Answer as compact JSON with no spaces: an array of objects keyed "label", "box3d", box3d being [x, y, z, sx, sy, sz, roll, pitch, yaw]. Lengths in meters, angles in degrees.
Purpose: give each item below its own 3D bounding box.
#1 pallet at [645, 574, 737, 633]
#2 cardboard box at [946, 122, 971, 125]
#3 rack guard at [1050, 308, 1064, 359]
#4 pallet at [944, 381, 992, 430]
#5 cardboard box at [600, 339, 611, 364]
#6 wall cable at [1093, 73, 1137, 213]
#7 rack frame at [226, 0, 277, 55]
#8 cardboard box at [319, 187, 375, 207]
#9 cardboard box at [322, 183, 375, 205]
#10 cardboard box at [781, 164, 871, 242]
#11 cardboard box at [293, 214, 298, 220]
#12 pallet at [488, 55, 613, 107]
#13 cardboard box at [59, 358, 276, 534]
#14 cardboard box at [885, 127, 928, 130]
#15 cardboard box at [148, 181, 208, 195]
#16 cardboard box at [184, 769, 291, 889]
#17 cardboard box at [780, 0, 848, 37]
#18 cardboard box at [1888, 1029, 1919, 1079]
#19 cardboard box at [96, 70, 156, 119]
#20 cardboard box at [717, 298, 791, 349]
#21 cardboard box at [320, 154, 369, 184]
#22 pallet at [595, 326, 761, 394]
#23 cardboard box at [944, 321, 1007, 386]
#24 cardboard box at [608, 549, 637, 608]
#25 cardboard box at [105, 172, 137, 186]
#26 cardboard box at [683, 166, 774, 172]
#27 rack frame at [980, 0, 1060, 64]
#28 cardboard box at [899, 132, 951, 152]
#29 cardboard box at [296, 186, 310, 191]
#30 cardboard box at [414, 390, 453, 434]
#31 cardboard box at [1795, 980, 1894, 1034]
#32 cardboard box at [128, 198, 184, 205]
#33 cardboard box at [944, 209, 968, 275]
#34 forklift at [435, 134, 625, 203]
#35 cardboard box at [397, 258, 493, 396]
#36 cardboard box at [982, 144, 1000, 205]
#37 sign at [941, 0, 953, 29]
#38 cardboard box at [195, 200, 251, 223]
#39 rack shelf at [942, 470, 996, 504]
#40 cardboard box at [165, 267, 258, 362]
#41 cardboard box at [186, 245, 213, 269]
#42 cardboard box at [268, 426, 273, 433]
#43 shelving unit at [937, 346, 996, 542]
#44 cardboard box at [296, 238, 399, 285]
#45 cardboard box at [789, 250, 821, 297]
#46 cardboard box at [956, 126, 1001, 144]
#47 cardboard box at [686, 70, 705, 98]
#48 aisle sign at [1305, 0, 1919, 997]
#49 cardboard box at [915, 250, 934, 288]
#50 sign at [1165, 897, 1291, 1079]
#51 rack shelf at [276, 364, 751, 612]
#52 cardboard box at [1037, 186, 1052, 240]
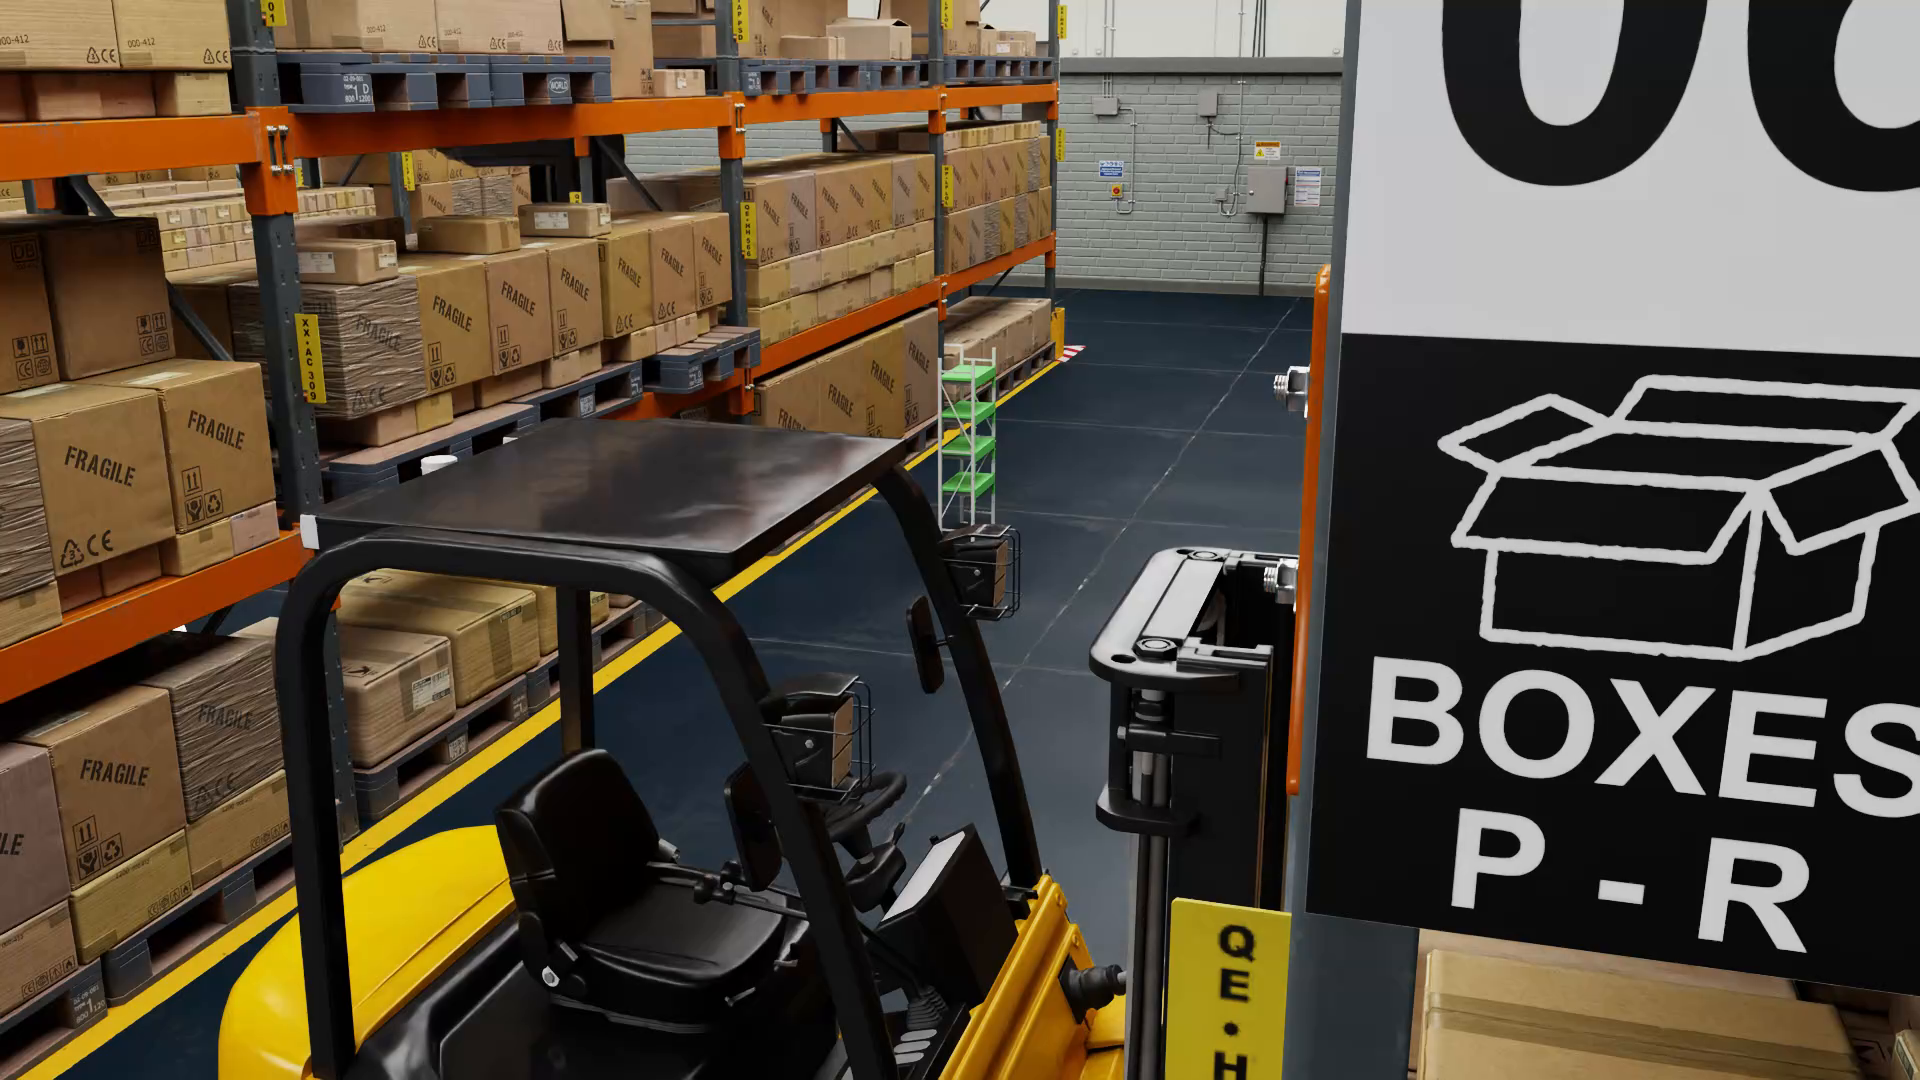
[{"label":"pallet","box3d":[-1.988,0.213,9.692,1.003,0.211,1.213,5,16,16]},{"label":"cardboard box","box3d":[-0.105,-3.992,16.203,0.380,0.149,0.250,4,16,14]},{"label":"rack guard","box3d":[0.516,-2.230,17.774,1.175,0.500,0.348,5,16,16]},{"label":"pallet","box3d":[-0.336,-1.231,14.782,1.003,0.211,1.213,5,16,16]},{"label":"cardboard box","box3d":[-2.004,-0.971,8.445,0.380,0.149,0.250,5,17,16]},{"label":"wall cable","box3d":[2.089,-5.407,22.475,0.585,1.953,0.123,5,16,16]},{"label":"rack frame","box3d":[-2.901,-3.173,5.523,1.000,3.000,0.127,5,16,16]},{"label":"cardboard box","box3d":[-5.329,-2.984,14.453,0.380,0.149,0.250,5,17,18]},{"label":"cardboard box","box3d":[-5.536,-3.076,15.450,0.500,0.500,0.500,5,16,16]},{"label":"cardboard box","box3d":[-0.949,-2.368,11.667,0.500,0.500,0.500,5,17,17]},{"label":"cardboard box","box3d":[-5.622,-2.568,13.532,0.380,0.149,0.250,4,16,13]},{"label":"pallet","box3d":[-2.332,-2.064,7.456,1.213,0.211,1.003,5,16,16]},{"label":"cardboard box","box3d":[-2.789,-0.342,5.810,0.500,0.500,0.500,4,16,14]},{"label":"cardboard box","box3d":[-0.495,-3.587,14.774,0.380,0.149,0.250,4,16,15]},{"label":"cardboard box","box3d":[-9.020,-3.985,19.113,0.500,0.250,0.500,4,16,15]},{"label":"cardboard box","box3d":[-2.811,1.010,6.041,0.500,0.250,0.500,5,17,18]},{"label":"cardboard box","box3d":[-1.156,-3.864,12.507,0.500,0.500,0.500,4,16,15]},{"label":"cardboard box","box3d":[1.023,0.569,1.407,0.380,0.149,0.250,4,16,15]},{"label":"cardboard box","box3d":[-2.854,-1.443,5.384,0.380,0.149,0.250,5,17,17]},{"label":"cardboard box","box3d":[-1.384,-1.369,10.435,0.500,0.250,0.500,4,16,15]},{"label":"cardboard box","box3d":[-5.528,-3.553,15.298,0.500,0.500,0.500,4,16,14]},{"label":"pallet","box3d":[-1.865,-1.046,9.371,1.213,0.211,1.003,5,16,16]},{"label":"cardboard box","box3d":[-0.092,-1.739,15.389,0.875,0.438,0.875,4,16,14]},{"label":"cardboard box","box3d":[-2.136,0.070,9.132,0.950,0.372,0.625,4,16,15]},{"label":"cardboard box","box3d":[-9.671,-4.255,18.688,0.500,0.500,0.500,4,16,14]},{"label":"cardboard box","box3d":[-1.583,-2.282,11.362,0.500,0.500,0.500,5,16,16]},{"label":"rack frame","box3d":[0.509,-6.312,16.592,1.000,3.000,0.127,5,16,16]},{"label":"cardboard box","box3d":[-0.289,-3.283,13.703,0.380,0.149,0.250,4,16,15]},{"label":"cardboard box","box3d":[-5.955,-3.037,14.639,0.380,0.149,0.250,6,17,19]},{"label":"cardboard box","box3d":[-2.362,-0.552,6.970,0.380,0.149,0.250,5,17,17]},{"label":"cardboard box","box3d":[1.155,0.580,1.916,0.380,0.149,0.250,4,16,15]},{"label":"cardboard box","box3d":[-6.395,-2.628,13.197,0.380,0.149,0.250,5,17,18]},{"label":"cardboard box","box3d":[-0.243,-2.530,14.069,0.500,0.500,0.500,5,17,18]},{"label":"forklift","box3d":[-3.156,-1.847,11.971,3.031,2.935,1.130,-7,17,-23]},{"label":"cardboard box","box3d":[-2.351,-0.911,7.047,0.500,0.500,0.500,5,16,16]},{"label":"cardboard box","box3d":[0.046,-3.279,14.878,0.500,0.500,0.500,5,17,17]},{"label":"sign","box3d":[-0.105,-4.183,13.059,0.100,0.325,0.005,5,16,16]},{"label":"cardboard box","box3d":[-5.775,-2.573,13.003,0.380,0.149,0.250,4,16,15]},{"label":"rack shelf","box3d":[0.047,-0.328,10.901,0.258,0.148,0.480,5,16,16]},{"label":"cardboard box","box3d":[-2.990,-0.818,6.719,0.500,0.500,0.500,4,16,15]},{"label":"cardboard box","box3d":[-5.917,-2.154,12.618,0.380,0.149,0.250,5,17,18]},{"label":"cardboard box","box3d":[-3.019,-0.524,6.869,0.380,0.149,0.250,5,17,17]},{"label":"shelving unit","box3d":[0.047,-0.621,10.818,0.258,1.200,0.503,5,16,16]},{"label":"cardboard box","box3d":[-2.428,-1.087,6.479,0.380,0.149,0.250,5,16,16]},{"label":"cardboard box","box3d":[-1.236,-1.750,10.860,0.500,0.250,0.500,5,17,17]},{"label":"cardboard box","box3d":[0.162,-3.680,15.102,0.380,0.149,0.250,5,16,16]},{"label":"cardboard box","box3d":[-1.652,-2.556,9.309,0.380,0.149,0.250,5,16,16]},{"label":"aisle sign","box3d":[0.422,-0.112,0.964,0.394,0.787,0.004,5,16,16]},{"label":"cardboard box","box3d":[-0.513,-2.170,13.259,0.500,0.250,0.500,4,16,15]},{"label":"sign","box3d":[0.206,0.427,1.270,0.100,0.325,0.005,5,16,16]},{"label":"rack shelf","box3d":[-2.333,-0.464,8.285,1.077,0.370,4.000,5,16,16]},{"label":"cardboard box","box3d":[0.626,-3.327,16.880,0.500,0.500,0.500,5,17,16]}]
